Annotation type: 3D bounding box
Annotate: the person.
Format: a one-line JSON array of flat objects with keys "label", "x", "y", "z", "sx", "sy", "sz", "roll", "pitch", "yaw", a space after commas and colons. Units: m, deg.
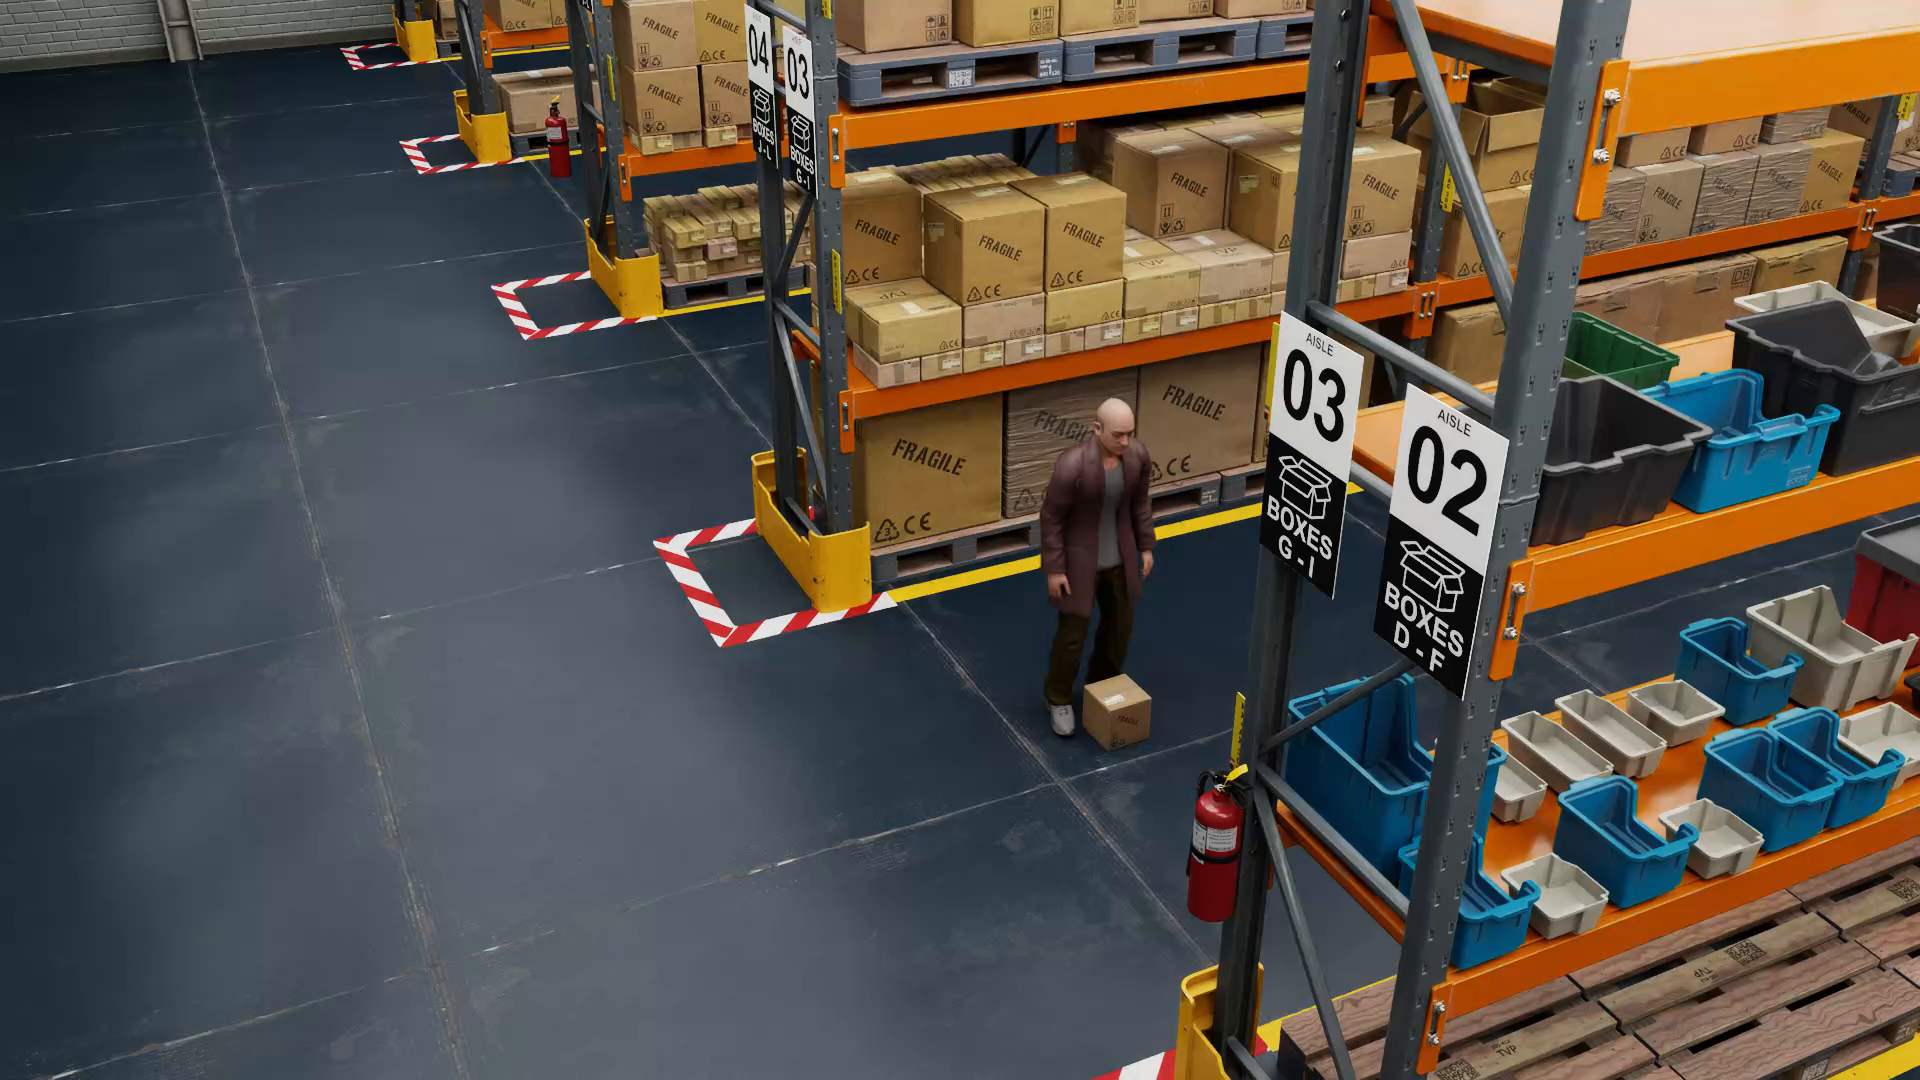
[{"label": "person", "x": 0.686, "y": 0.102, "z": 8.290, "sx": 0.644, "sy": 1.774, "sz": 0.420, "roll": -13, "pitch": 32, "yaw": -22}]
